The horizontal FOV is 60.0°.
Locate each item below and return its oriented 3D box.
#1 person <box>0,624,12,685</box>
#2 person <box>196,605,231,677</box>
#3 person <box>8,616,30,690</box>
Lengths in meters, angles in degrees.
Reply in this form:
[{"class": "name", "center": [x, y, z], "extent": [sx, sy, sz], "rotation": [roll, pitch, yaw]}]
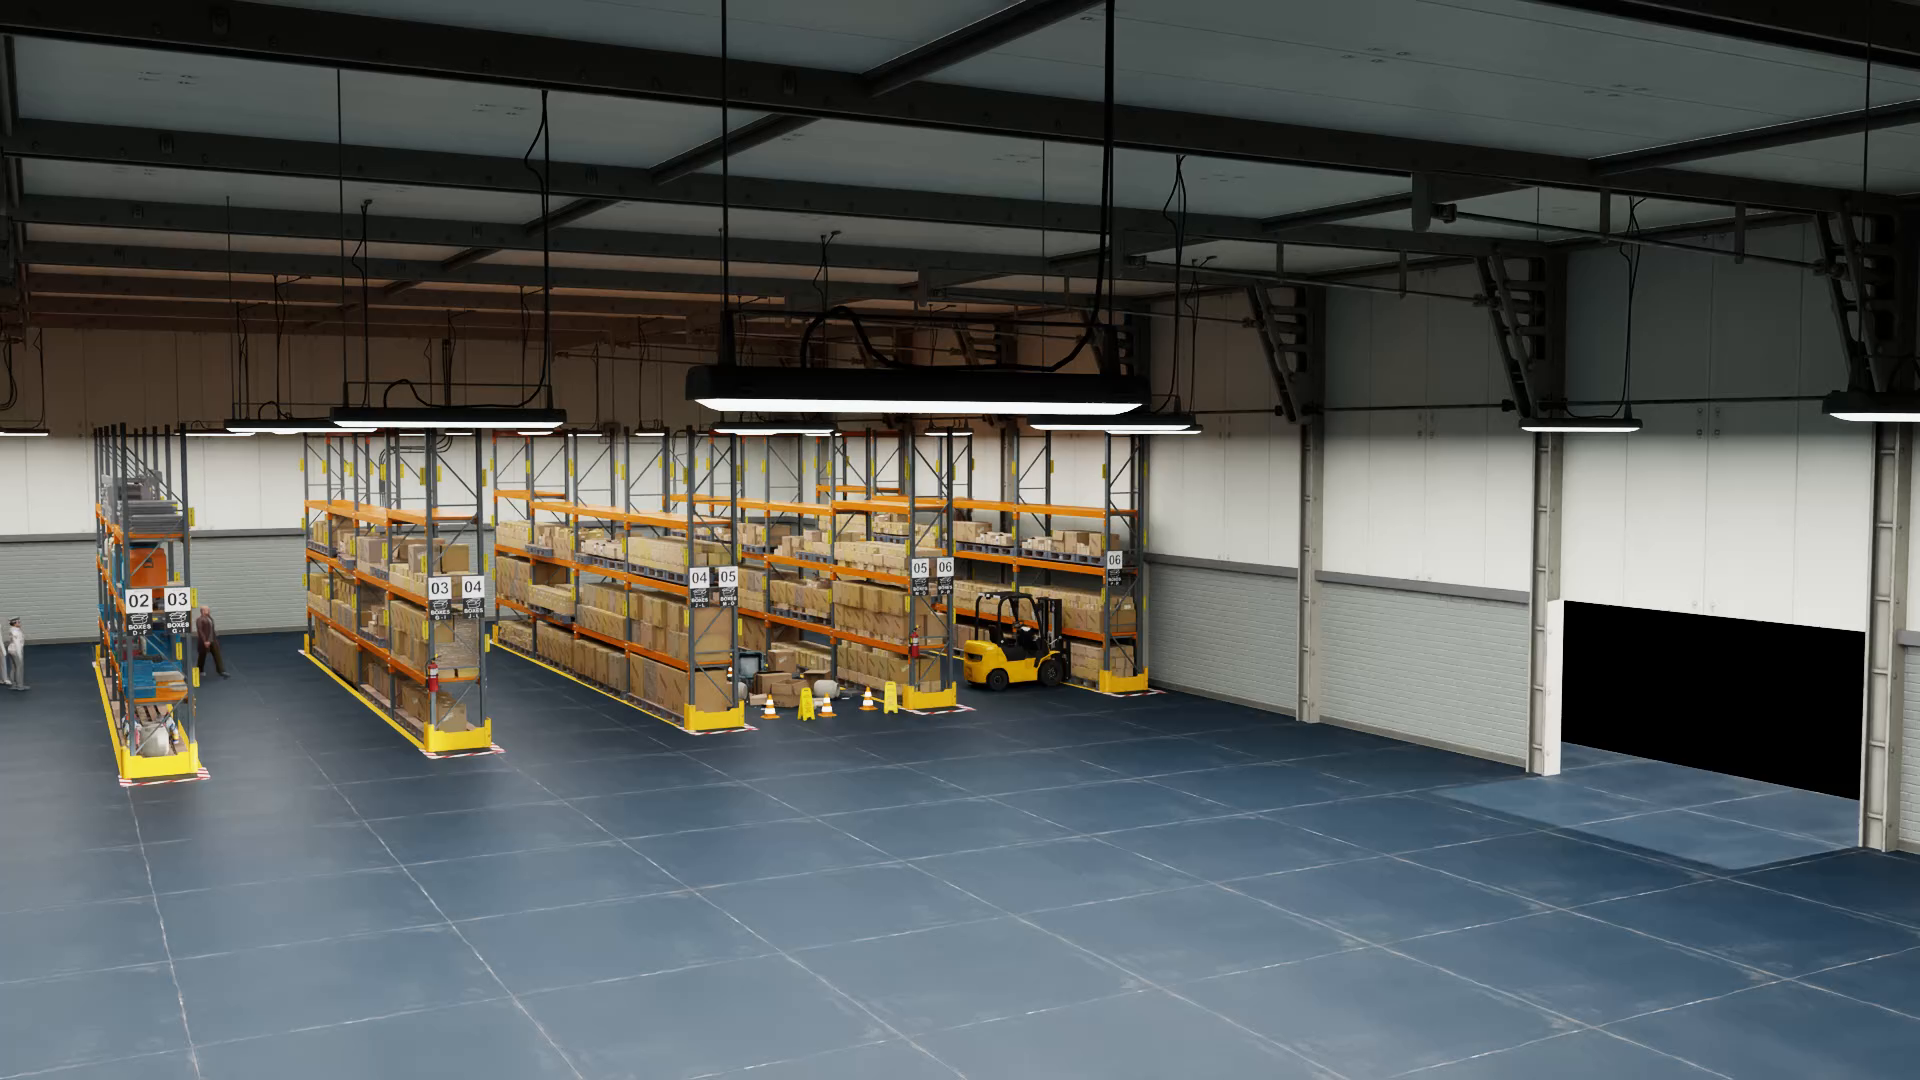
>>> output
[{"class": "person", "center": [-22.435, 2.504, 38.648], "extent": [0.479, 1.784, 0.613], "rotation": [2, 4, 24]}, {"class": "person", "center": [-17.942, 2.423, 39.695], "extent": [1.059, 1.728, 0.568], "rotation": [3, 4, 36]}, {"class": "person", "center": [-21.467, 2.575, 37.913], "extent": [0.541, 1.682, 0.385], "rotation": [3, 5, 45]}]
